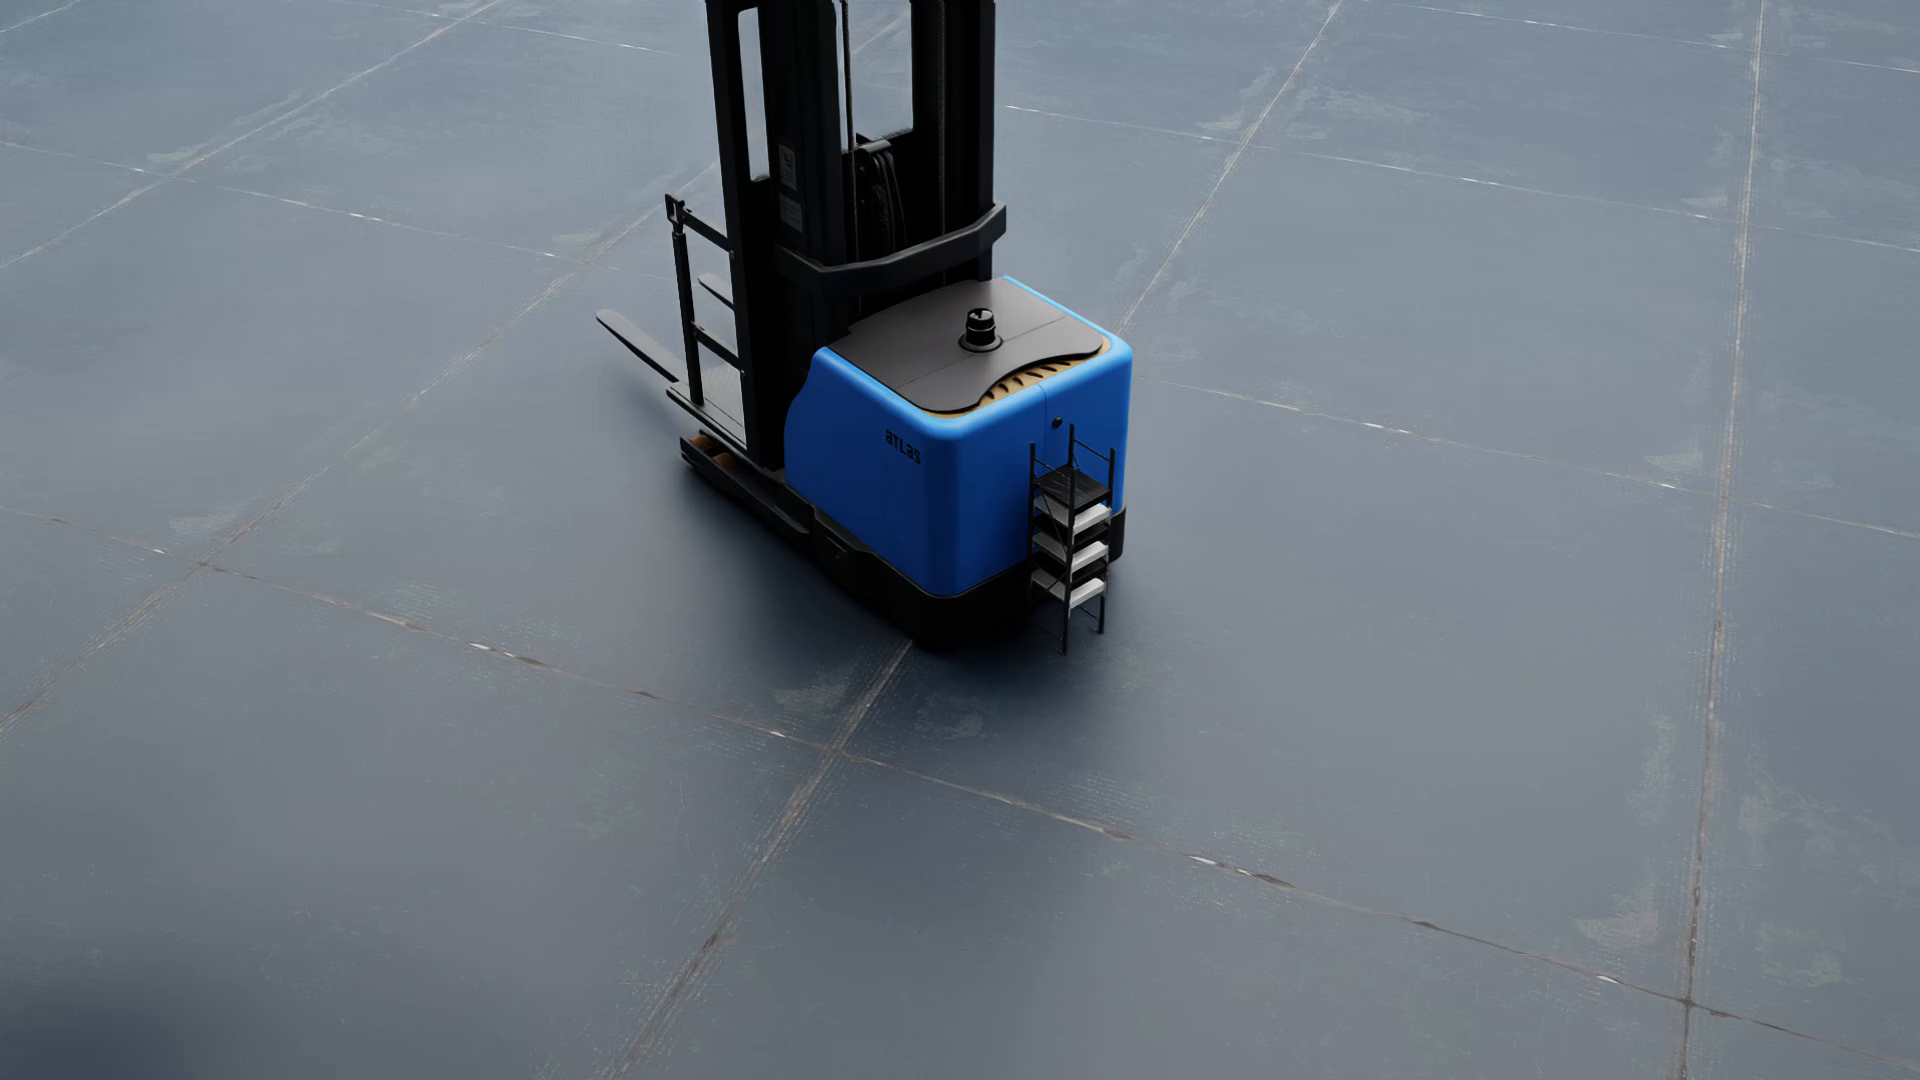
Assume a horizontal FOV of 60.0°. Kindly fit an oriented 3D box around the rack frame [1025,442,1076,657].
[{"bbox_3d":[0.345,0.049,6.432,0.006,0.900,0.240,-27,45,-31],"label":"rack frame"}]

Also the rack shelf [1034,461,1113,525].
[{"bbox_3d":[0.422,-0.180,6.344,0.200,0.077,0.258,-27,45,-31],"label":"rack shelf"}]

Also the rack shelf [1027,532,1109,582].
[{"bbox_3d":[0.422,0.036,6.505,0.200,0.077,0.258,-27,45,-31],"label":"rack shelf"}]

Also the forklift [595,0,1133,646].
[{"bbox_3d":[-0.630,-1.572,6.904,1.130,2.935,3.031,-26,44,-31],"label":"forklift"}]

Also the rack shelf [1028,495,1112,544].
[{"bbox_3d":[0.422,-0.108,6.398,0.200,0.077,0.258,-27,45,-31],"label":"rack shelf"}]

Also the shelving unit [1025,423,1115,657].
[{"bbox_3d":[0.422,0.010,6.485,0.210,0.900,0.258,-27,45,-31],"label":"shelving unit"}]

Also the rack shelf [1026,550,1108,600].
[{"bbox_3d":[0.422,0.108,6.559,0.200,0.077,0.258,-27,45,-31],"label":"rack shelf"}]

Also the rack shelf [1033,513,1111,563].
[{"bbox_3d":[0.422,-0.036,6.451,0.200,0.077,0.258,-27,45,-31],"label":"rack shelf"}]

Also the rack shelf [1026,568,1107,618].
[{"bbox_3d":[0.422,0.181,6.613,0.200,0.077,0.258,-27,45,-31],"label":"rack shelf"}]

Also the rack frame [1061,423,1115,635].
[{"bbox_3d":[0.499,-0.030,6.538,0.006,0.900,0.240,-27,45,-31],"label":"rack frame"}]
